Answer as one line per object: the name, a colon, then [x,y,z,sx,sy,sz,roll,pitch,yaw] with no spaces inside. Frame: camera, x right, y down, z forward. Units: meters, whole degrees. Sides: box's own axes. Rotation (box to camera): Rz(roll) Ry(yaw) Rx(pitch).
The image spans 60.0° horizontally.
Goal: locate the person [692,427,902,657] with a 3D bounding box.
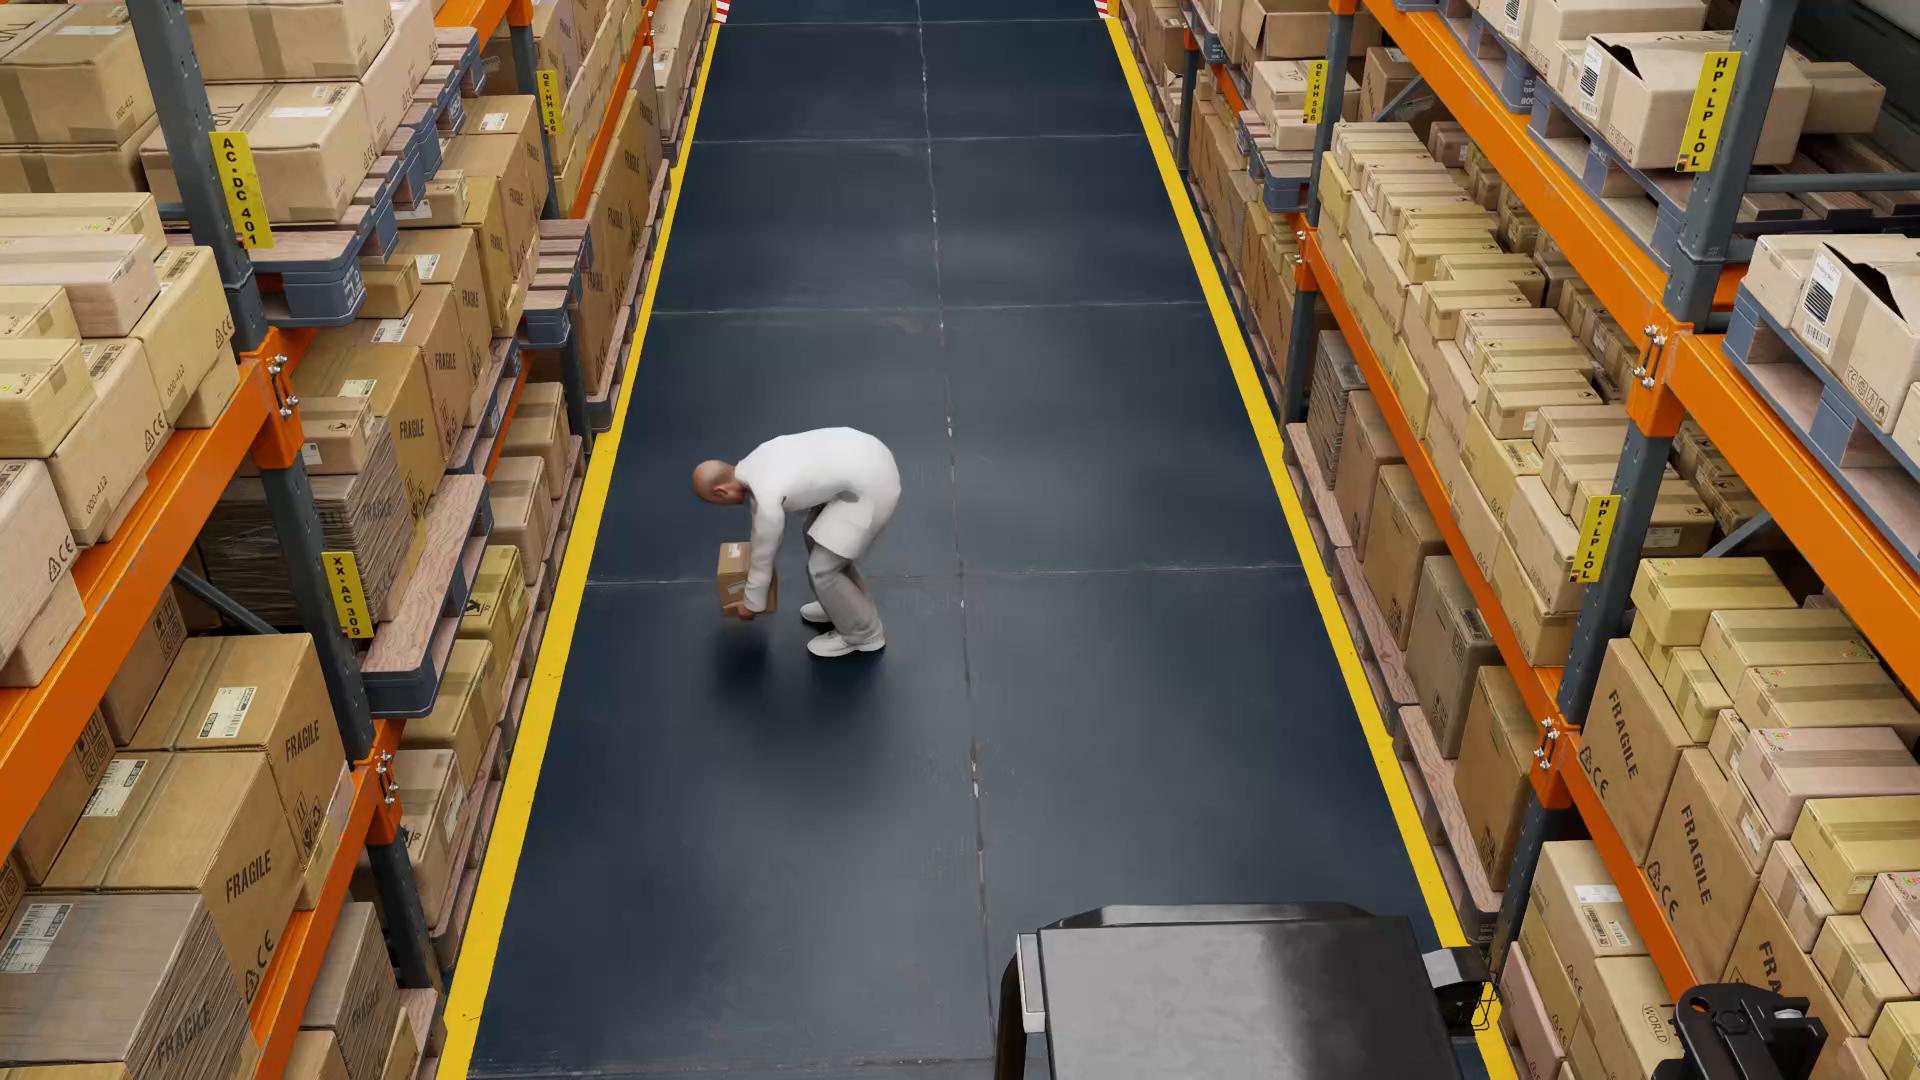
person: [-0.746,0.005,7.796,0.951,1.101,0.573,-3,35,-4]
